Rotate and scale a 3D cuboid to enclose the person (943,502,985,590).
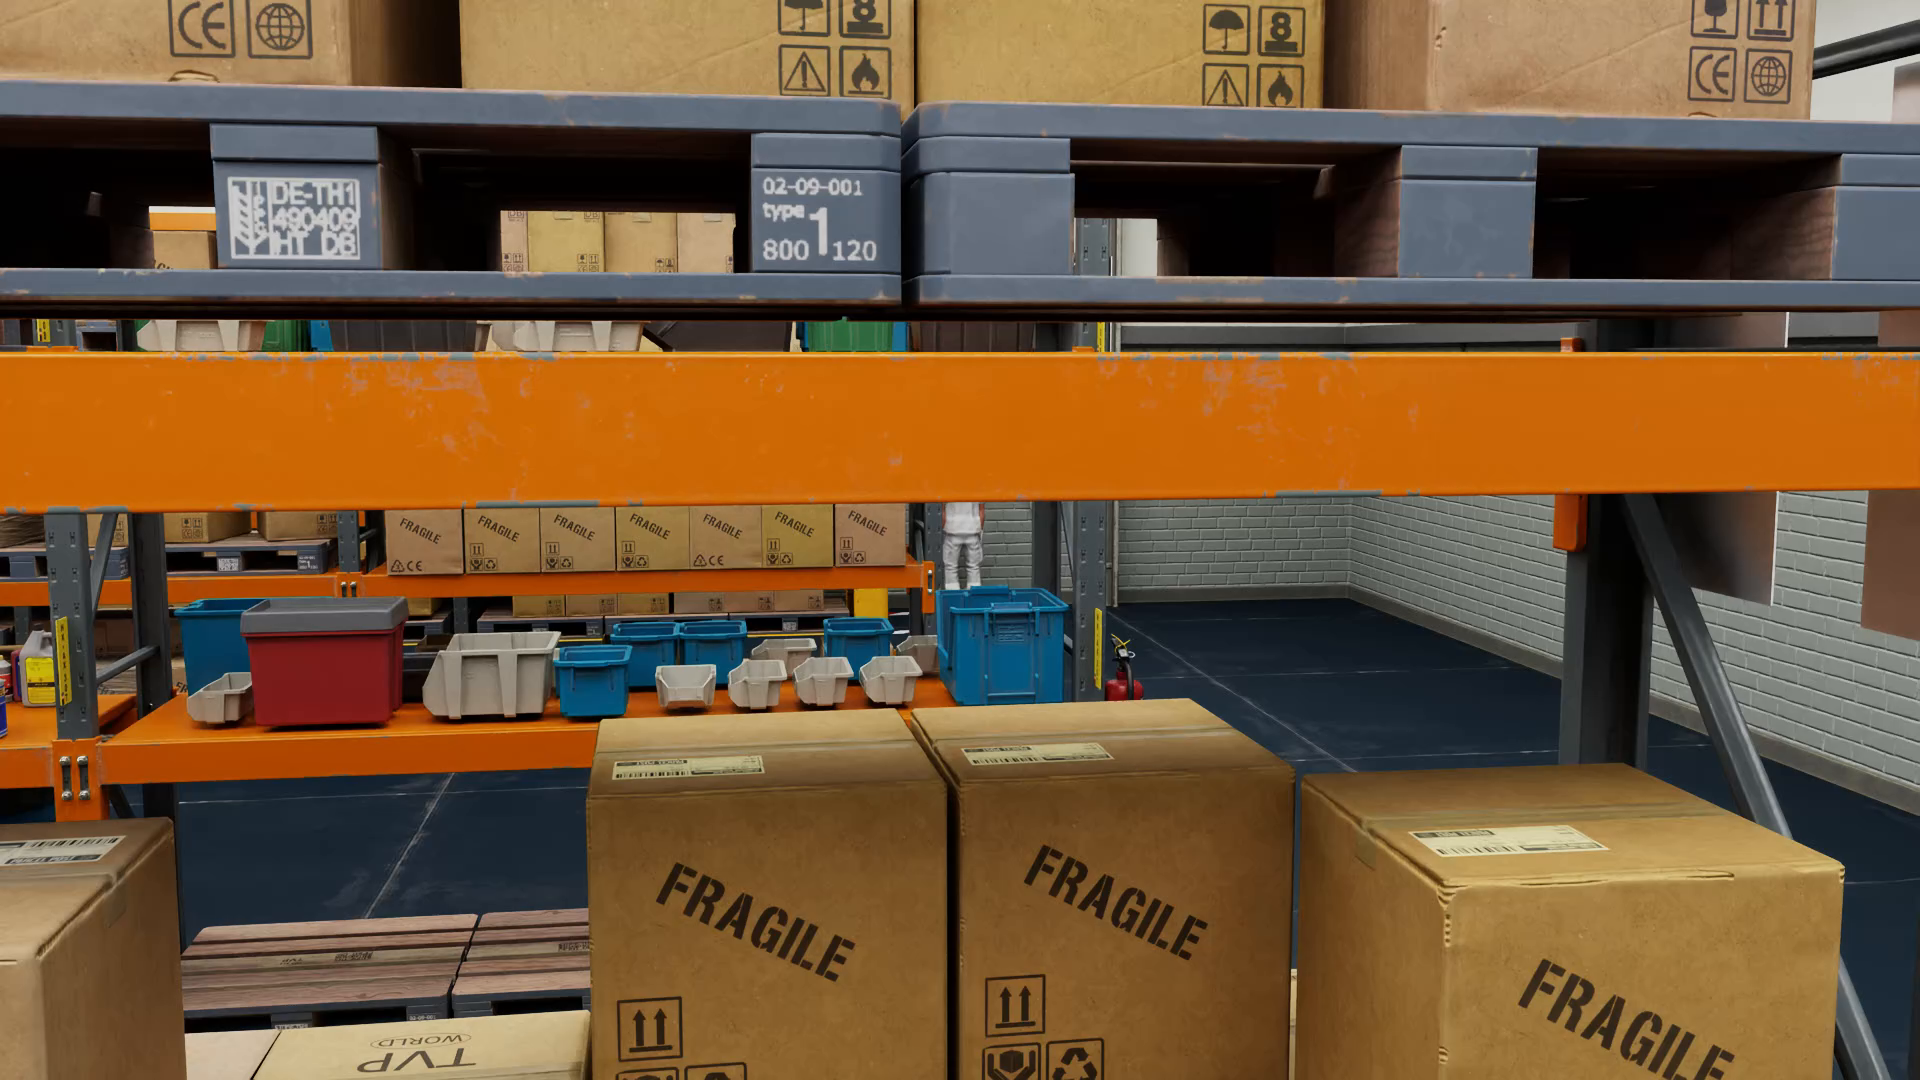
[{"bbox_3d":[0.003,-0.064,17.763,0.533,1.767,0.388,-1,6,-10],"label":"person"}]
